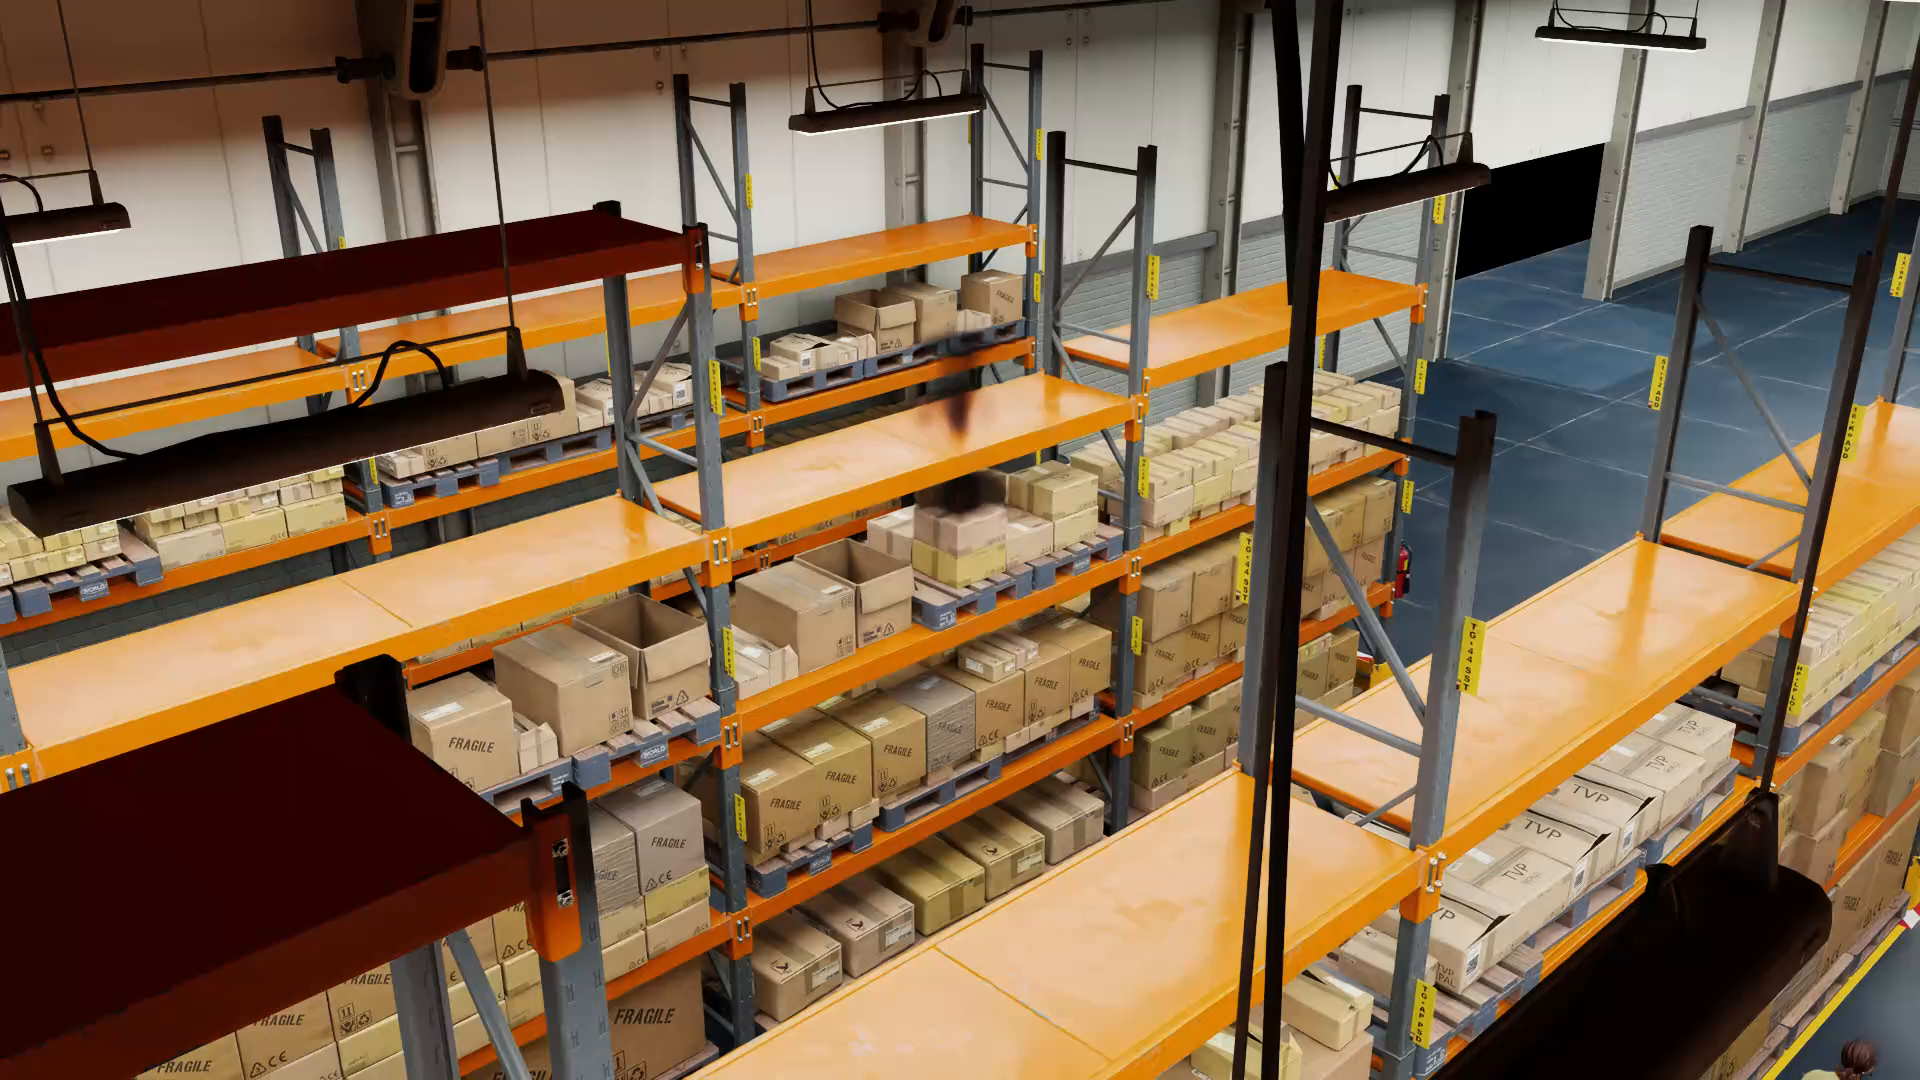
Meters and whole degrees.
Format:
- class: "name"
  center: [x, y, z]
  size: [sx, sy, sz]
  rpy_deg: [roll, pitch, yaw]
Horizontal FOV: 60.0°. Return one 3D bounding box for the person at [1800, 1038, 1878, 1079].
- class: "person"
  center: [5.016, 3.763, 9.718]
  size: [0.616, 1.625, 1.003]
  rpy_deg: [20, 30, 40]
